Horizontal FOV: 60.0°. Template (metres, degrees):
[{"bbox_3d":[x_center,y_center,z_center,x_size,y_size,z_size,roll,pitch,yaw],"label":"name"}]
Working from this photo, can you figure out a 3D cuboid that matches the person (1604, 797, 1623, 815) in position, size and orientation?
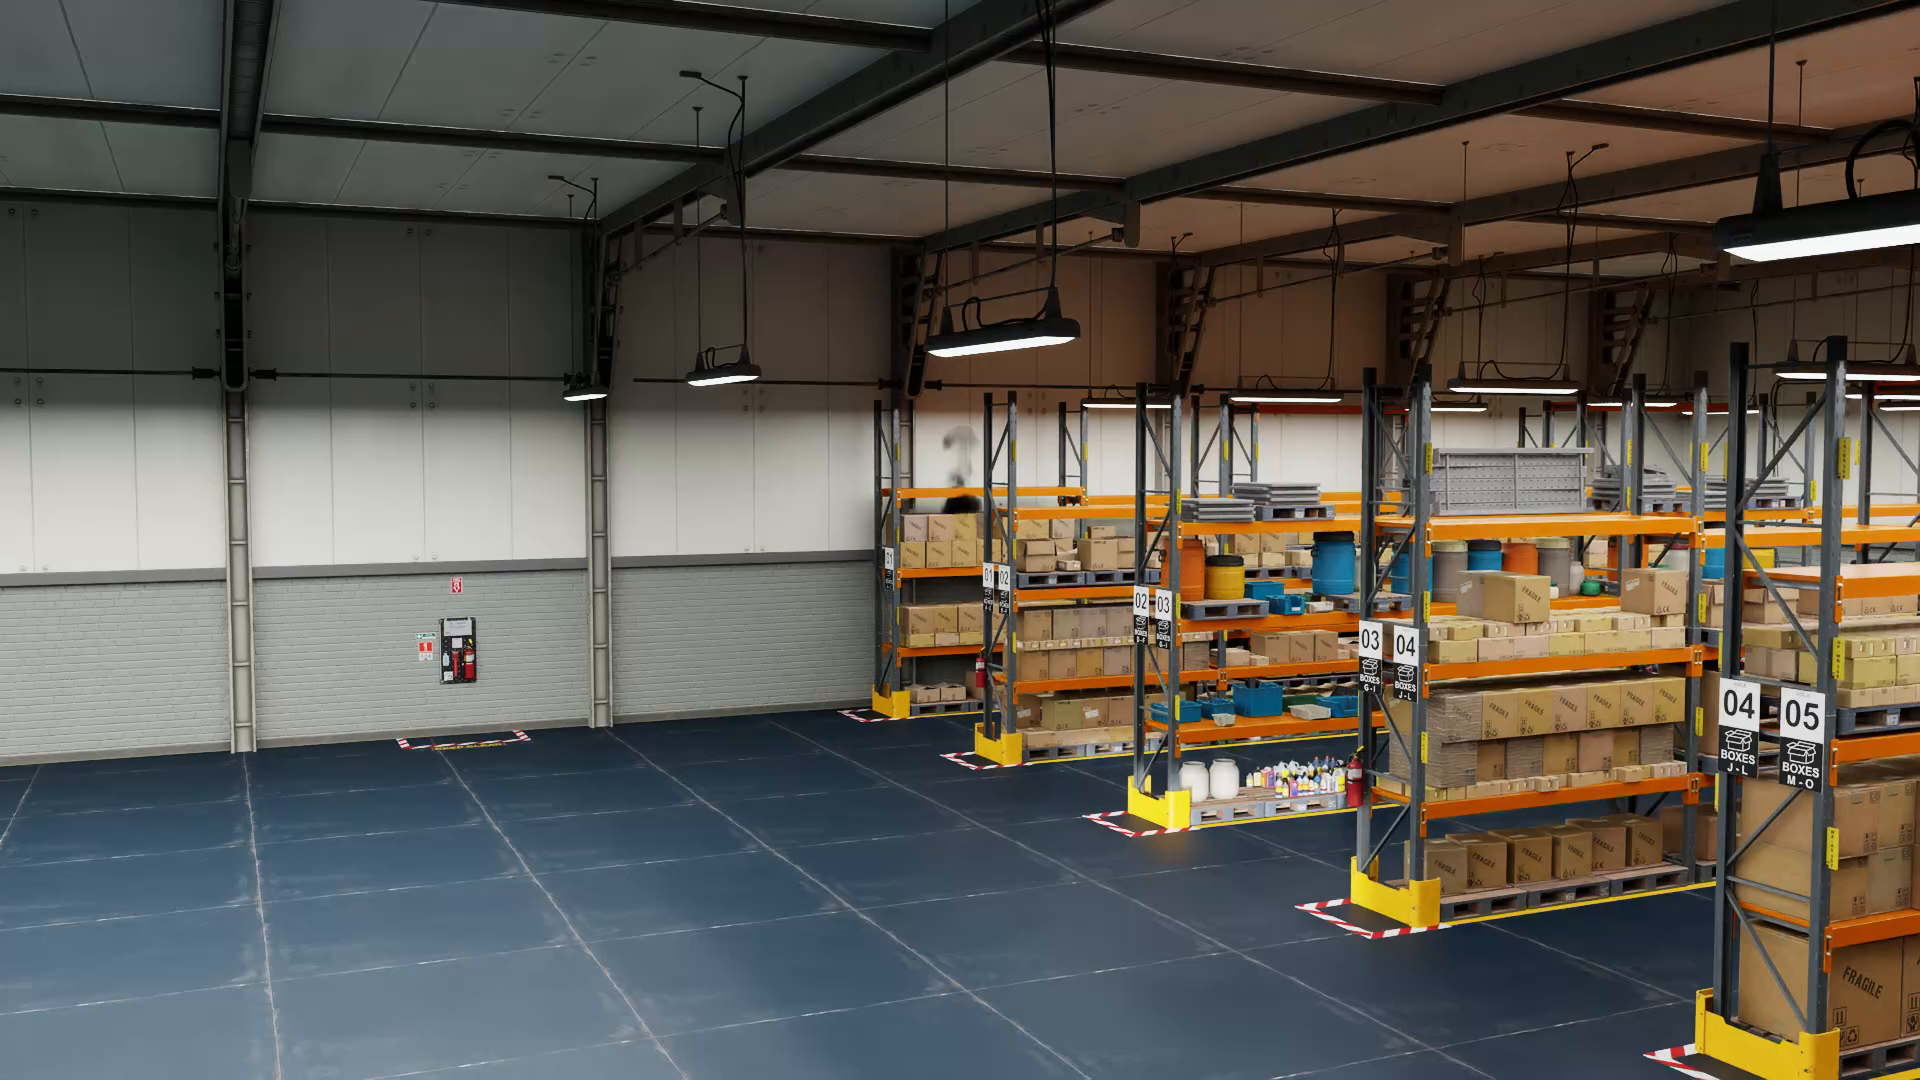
[{"bbox_3d":[8.880,3.091,22.686,0.529,1.519,0.570,-2,4,-30],"label":"person"}]
